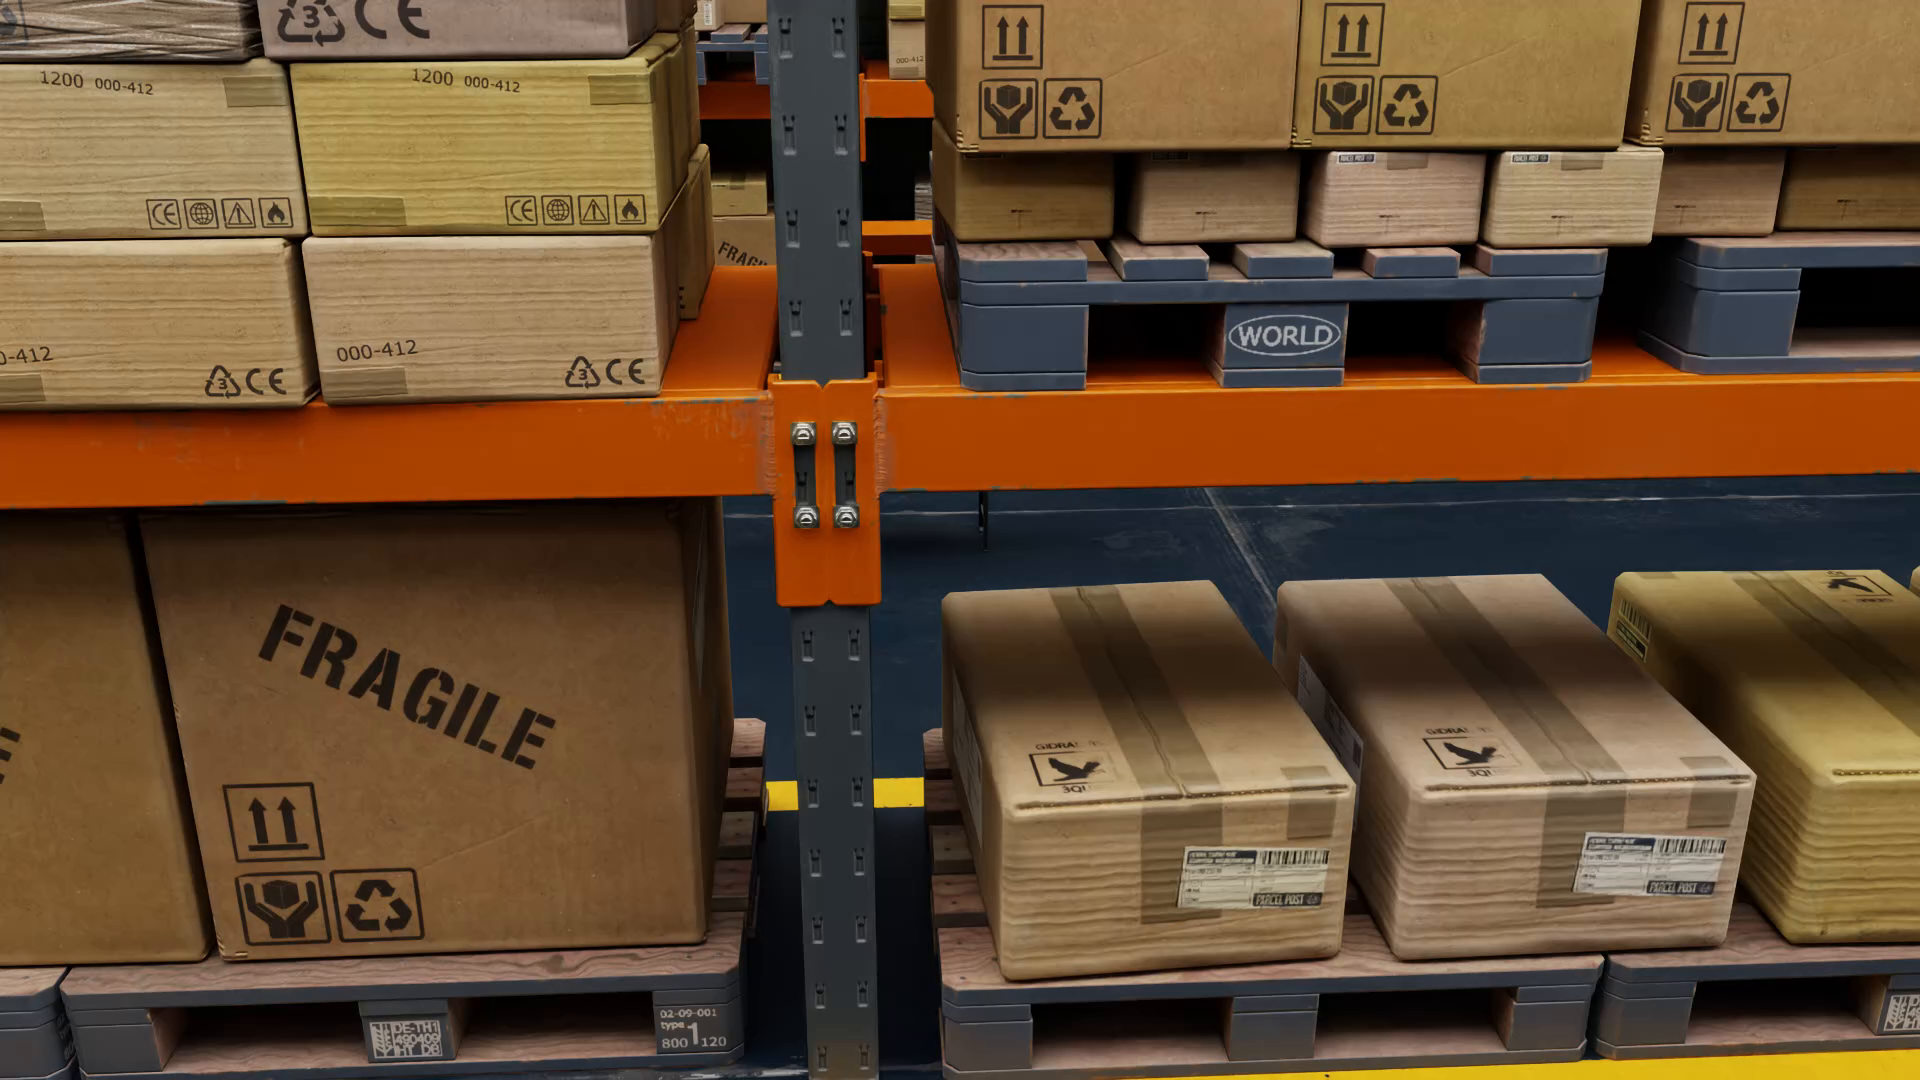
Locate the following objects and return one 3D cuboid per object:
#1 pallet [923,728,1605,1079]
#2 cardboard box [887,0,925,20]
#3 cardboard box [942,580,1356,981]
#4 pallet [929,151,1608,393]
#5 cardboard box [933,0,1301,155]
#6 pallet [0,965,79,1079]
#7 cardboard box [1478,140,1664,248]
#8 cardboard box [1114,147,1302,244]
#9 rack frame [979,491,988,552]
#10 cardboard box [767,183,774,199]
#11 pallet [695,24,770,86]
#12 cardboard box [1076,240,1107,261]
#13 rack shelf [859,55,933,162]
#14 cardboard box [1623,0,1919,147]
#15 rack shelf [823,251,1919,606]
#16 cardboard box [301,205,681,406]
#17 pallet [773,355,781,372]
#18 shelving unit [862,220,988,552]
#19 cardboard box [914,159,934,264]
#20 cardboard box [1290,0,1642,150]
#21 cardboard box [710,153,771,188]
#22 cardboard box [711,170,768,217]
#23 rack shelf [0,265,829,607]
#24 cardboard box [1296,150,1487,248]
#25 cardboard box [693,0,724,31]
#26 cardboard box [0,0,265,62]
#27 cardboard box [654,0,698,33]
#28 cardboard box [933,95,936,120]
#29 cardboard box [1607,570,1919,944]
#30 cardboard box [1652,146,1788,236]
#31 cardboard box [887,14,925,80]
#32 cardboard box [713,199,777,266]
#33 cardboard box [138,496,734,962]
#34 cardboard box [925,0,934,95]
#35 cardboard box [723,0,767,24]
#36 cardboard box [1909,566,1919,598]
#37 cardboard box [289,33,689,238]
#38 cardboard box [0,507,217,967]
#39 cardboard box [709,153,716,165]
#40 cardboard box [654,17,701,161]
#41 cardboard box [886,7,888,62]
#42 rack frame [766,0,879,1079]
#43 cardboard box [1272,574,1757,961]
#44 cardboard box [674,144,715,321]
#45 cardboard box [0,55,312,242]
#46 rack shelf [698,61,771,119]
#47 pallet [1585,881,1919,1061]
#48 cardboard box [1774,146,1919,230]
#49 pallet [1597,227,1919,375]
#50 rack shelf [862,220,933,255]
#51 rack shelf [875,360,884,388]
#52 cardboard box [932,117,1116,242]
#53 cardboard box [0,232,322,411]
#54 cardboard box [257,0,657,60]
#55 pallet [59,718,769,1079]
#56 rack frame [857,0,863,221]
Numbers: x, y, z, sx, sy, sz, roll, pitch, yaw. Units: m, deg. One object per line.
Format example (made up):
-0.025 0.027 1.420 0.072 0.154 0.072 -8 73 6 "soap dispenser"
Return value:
0.542 0.702 3.479 1.213 0.211 1.003 -1 21 -3 "pallet"
-0.067 -2.425 7.284 0.500 0.250 0.500 -1 21 -3 "cardboard box"
0.326 0.438 3.357 0.625 0.372 0.950 -3 21 -7 "cardboard box"
0.467 -0.548 3.114 1.003 0.211 1.213 -1 21 -3 "pallet"
0.224 -0.894 2.605 0.500 0.500 0.500 -2 21 -5 "cardboard box"
-2.245 0.731 3.405 1.213 0.211 1.003 -1 21 -3 "pallet"
0.932 -0.586 2.707 0.250 0.149 0.380 -1 21 -3 "cardboard box"
0.381 -0.599 2.740 0.250 0.149 0.380 -2 21 -6 "cardboard box"
0.078 -0.562 5.412 0.015 1.200 0.240 -1 21 -3 "rack frame"
-0.962 -1.468 8.183 0.500 0.500 0.500 0 21 -1 "cardboard box"
-1.198 -2.220 7.506 1.003 0.211 1.213 -1 21 -3 "pallet"
0.750 -1.459 7.984 0.625 0.625 0.875 0 21 -1 "cardboard box"
1.471 -2.053 7.809 4.000 0.370 1.077 -1 21 -3 "rack shelf"
1.274 -0.921 2.674 0.500 0.500 0.500 -1 21 -2 "cardboard box"
1.758 -0.290 3.178 4.000 0.370 1.077 -1 21 -3 "rack shelf"
-0.728 -0.413 2.700 0.500 0.250 0.500 -2 21 -5 "cardboard box"
-1.273 -1.044 8.066 1.213 0.211 1.003 -1 21 -3 "pallet"
-0.165 -0.557 5.399 0.503 1.200 0.258 -1 21 -3 "shelving unit"
0.098 -1.443 7.942 0.625 0.625 0.875 -1 21 -1 "cardboard box"
0.744 -0.907 2.640 0.500 0.500 0.500 0 21 0 "cardboard box"
-1.064 -1.780 8.092 0.250 0.149 0.380 0 21 0 "cardboard box"
-1.004 -1.580 7.566 0.250 0.149 0.380 -2 21 -6 "cardboard box"
-2.235 -0.209 2.964 4.000 0.370 1.077 -1 21 -3 "rack shelf"
0.657 -0.588 2.712 0.250 0.149 0.380 -3 21 -7 "cardboard box"
-1.159 -2.278 7.151 0.250 0.149 0.380 -1 21 -2 "cardboard box"
-1.251 -0.983 2.440 0.500 0.500 0.500 -1 21 -2 "cardboard box"
-0.745 -1.176 2.949 0.500 0.500 0.500 -2 21 -5 "cardboard box"
0.075 -0.755 3.150 0.250 0.149 0.380 0 21 -1 "cardboard box"
1.820 0.407 3.439 0.625 0.372 0.950 0 21 -1 "cardboard box"
1.169 -0.619 2.793 0.250 0.149 0.380 0 21 0 "cardboard box"
-0.069 -2.201 7.396 0.500 0.250 0.500 -1 21 -3 "cardboard box"
-0.935 -1.292 7.721 0.500 0.500 0.500 -1 21 -1 "cardboard box"
-0.933 0.196 3.287 0.875 0.875 0.875 -1 21 -4 "cardboard box"
0.200 -1.075 3.081 0.500 0.500 0.500 -2 21 -5 "cardboard box"
-1.048 -2.637 7.600 0.500 0.500 0.500 0 21 -1 "cardboard box"
2.514 0.392 3.477 0.625 0.372 0.950 0 21 0 "cardboard box"
-0.707 -0.649 2.618 0.500 0.250 0.500 -1 21 -3 "cardboard box"
-1.823 0.212 3.243 0.875 0.875 0.875 -1 21 -2 "cardboard box"
-1.331 -1.784 8.102 0.250 0.149 0.380 -1 21 -1 "cardboard box"
-0.758 -0.826 3.084 0.500 0.250 0.500 -1 21 -3 "cardboard box"
-0.091 -2.378 7.863 0.500 0.250 0.500 -2 21 -4 "cardboard box"
-0.238 -0.585 2.943 0.127 3.000 1.000 -1 21 -3 "rack frame"
1.062 0.421 3.403 0.625 0.372 0.950 -2 21 -4 "cardboard box"
-0.741 -0.595 3.178 0.500 0.250 0.500 -2 21 -4 "cardboard box"
-1.219 -0.637 2.587 0.500 0.250 0.500 -2 21 -4 "cardboard box"
-2.522 -1.972 7.595 4.000 0.370 1.077 -1 21 -3 "rack shelf"
1.757 0.679 3.542 1.213 0.211 1.003 -1 21 -3 "pallet"
1.448 -0.638 2.845 0.250 0.149 0.380 0 21 -1 "cardboard box"
1.736 -0.551 3.121 1.213 0.211 1.003 -1 21 -3 "pallet"
-0.165 -0.925 5.259 0.480 0.148 0.258 -1 21 -3 "rack shelf"
-0.165 -0.494 5.423 0.480 0.148 0.258 -1 21 -3 "rack shelf"
0.097 -0.605 2.757 0.250 0.149 0.380 -2 21 -6 "cardboard box"
-1.238 -0.397 2.658 0.500 0.250 0.500 -1 21 -2 "cardboard box"
-0.740 -0.996 2.476 0.500 0.500 0.500 -2 21 -5 "cardboard box"
-1.030 0.707 3.467 1.213 0.211 1.003 -1 21 -3 "pallet"
-0.525 -2.349 7.574 0.127 3.000 1.000 -1 21 -3 "rack frame"
